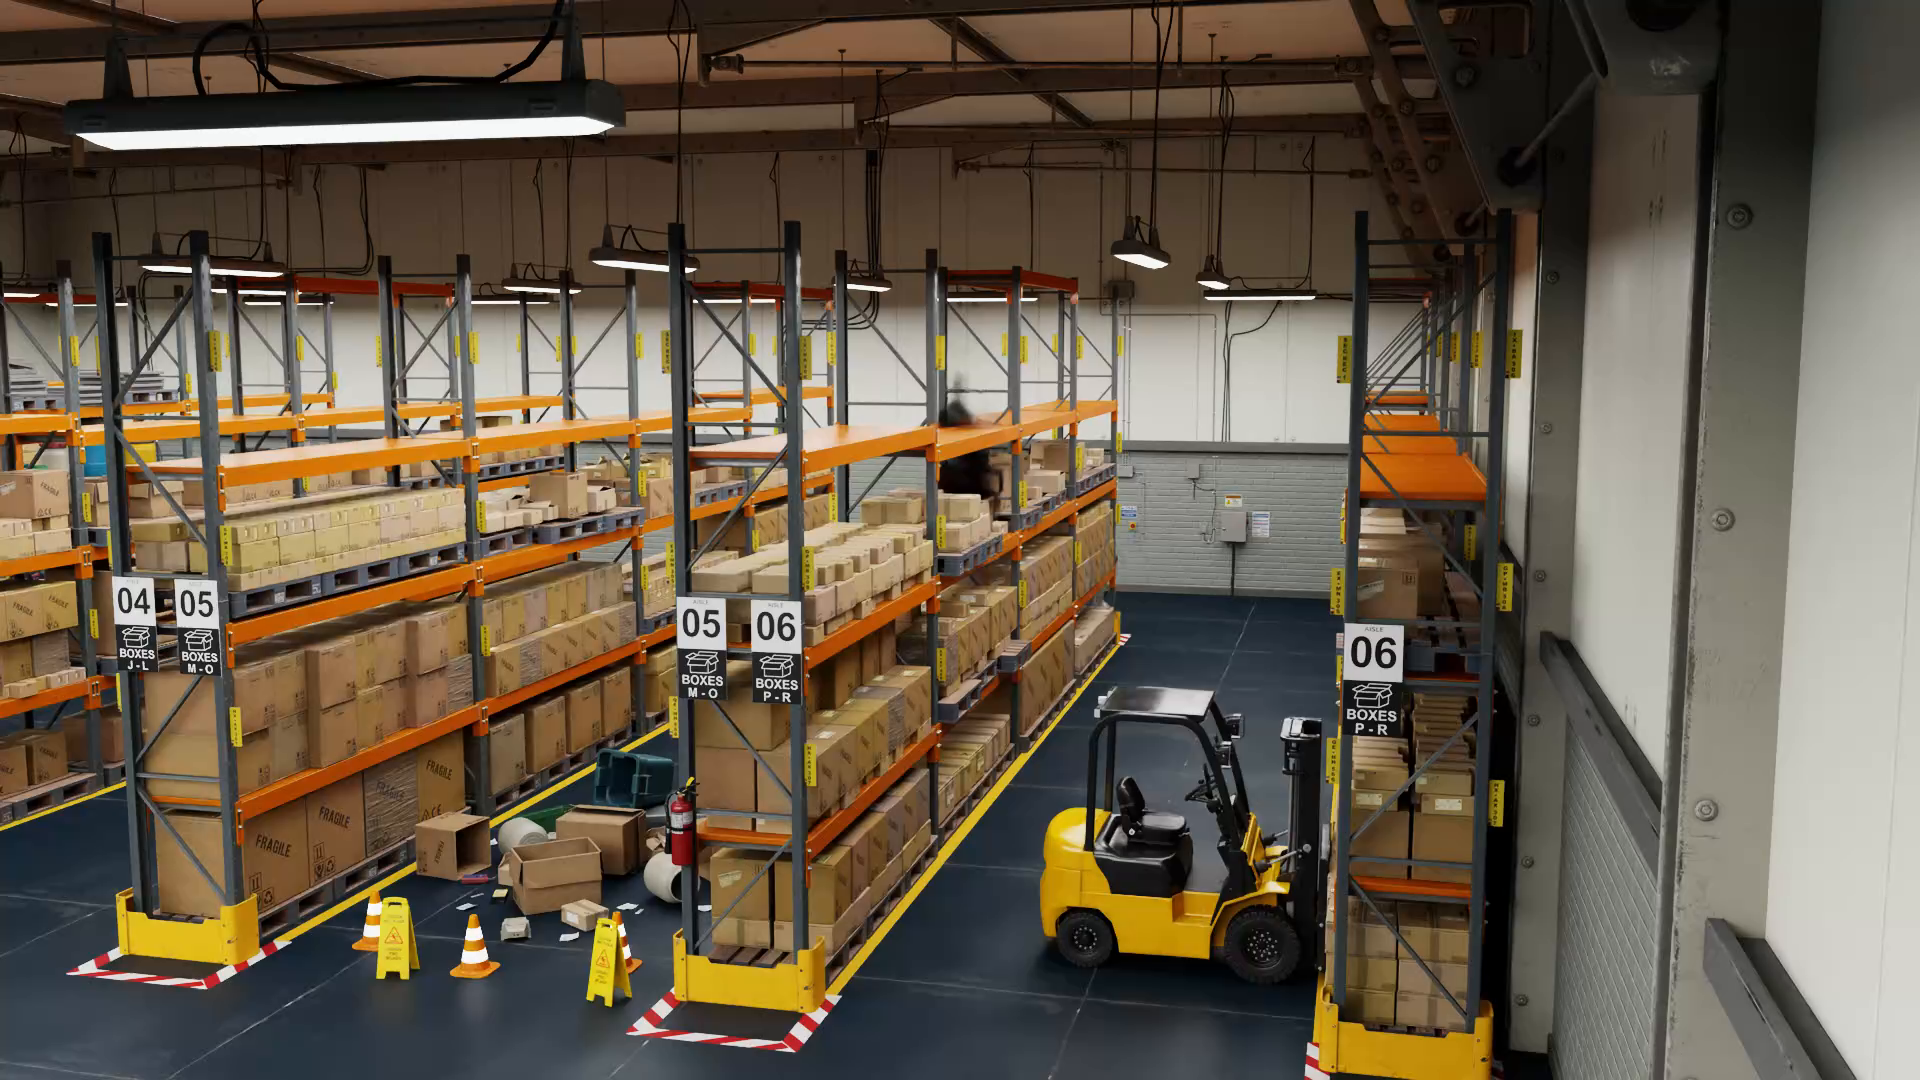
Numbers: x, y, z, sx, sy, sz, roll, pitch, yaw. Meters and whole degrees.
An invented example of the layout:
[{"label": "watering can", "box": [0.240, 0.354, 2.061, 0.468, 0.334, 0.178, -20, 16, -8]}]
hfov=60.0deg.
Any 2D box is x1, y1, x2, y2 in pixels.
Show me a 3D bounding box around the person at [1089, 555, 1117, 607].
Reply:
[{"label": "person", "box": [2.454, 0.712, 29.529, 0.611, 1.710, 0.761, 2, 7, 19]}]
